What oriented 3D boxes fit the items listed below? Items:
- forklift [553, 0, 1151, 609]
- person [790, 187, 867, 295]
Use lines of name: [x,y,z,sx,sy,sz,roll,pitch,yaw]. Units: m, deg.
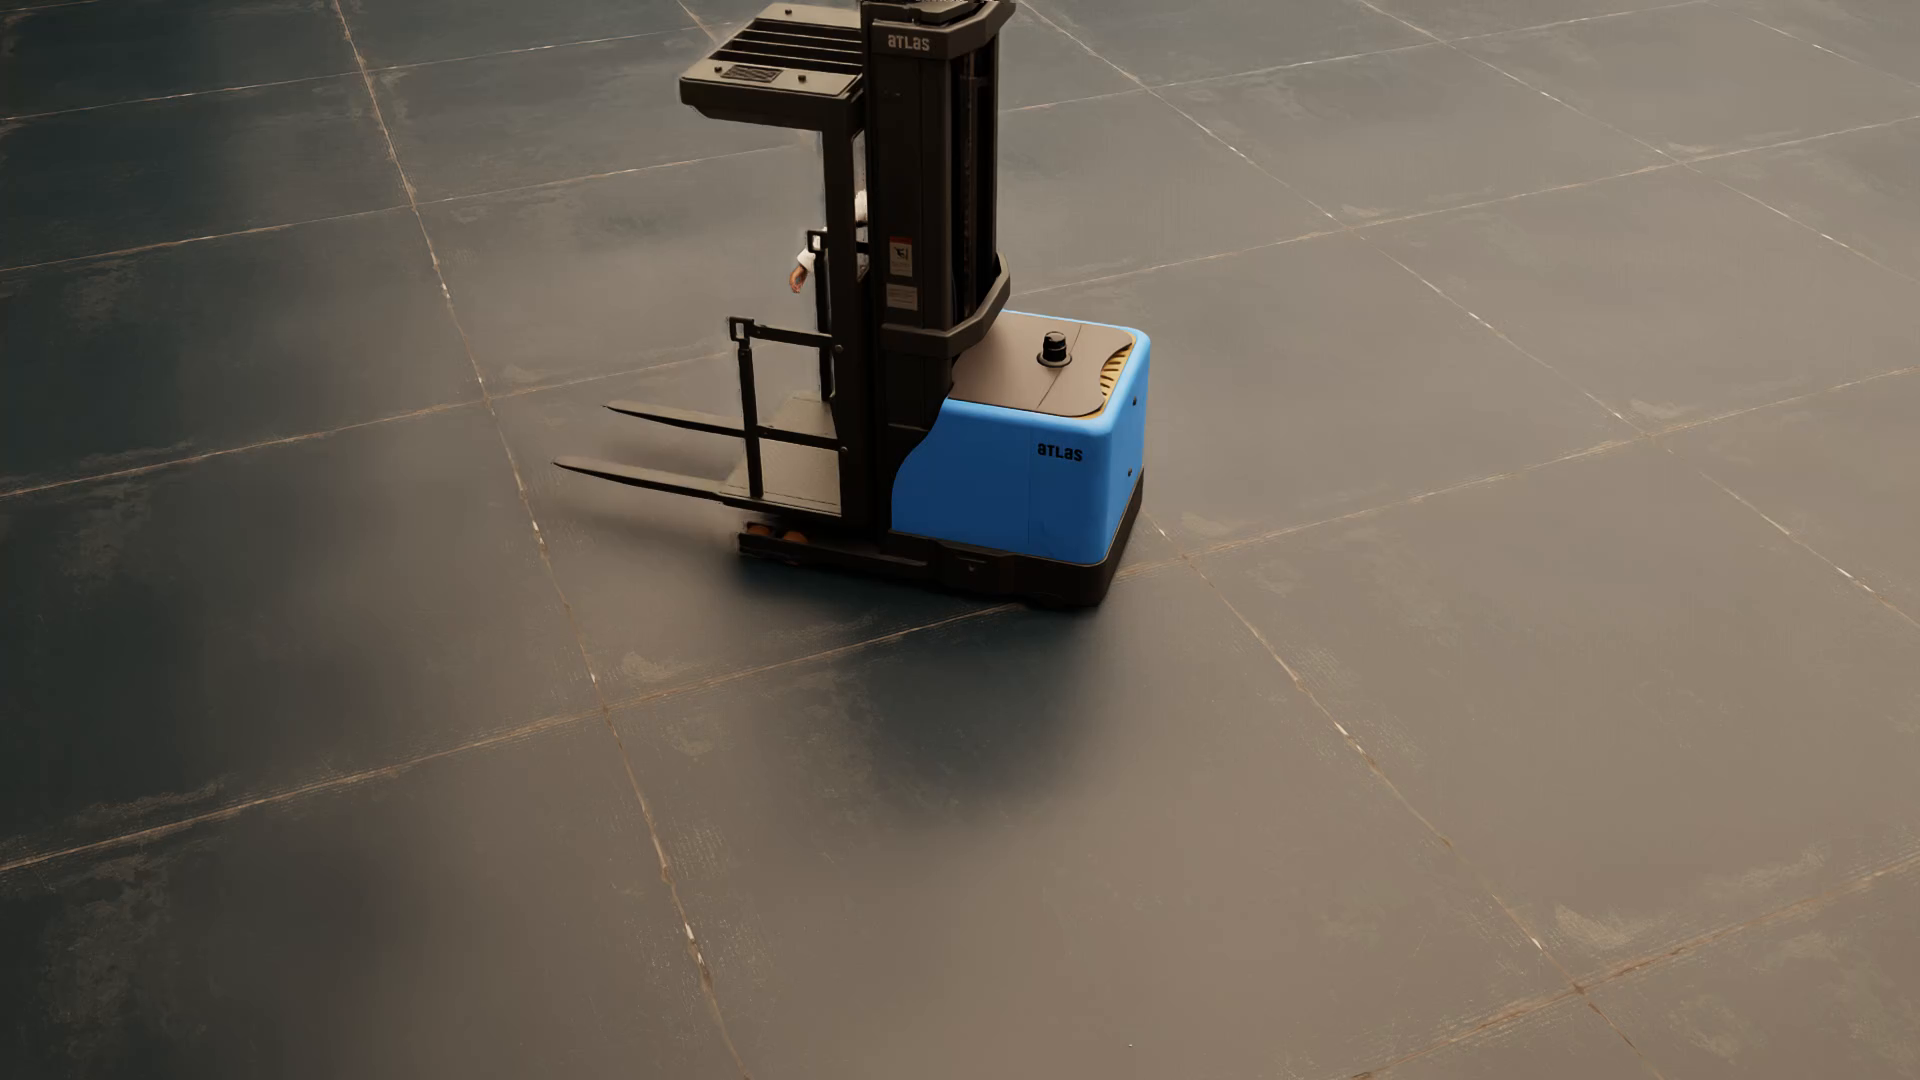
forklift: [-0.617,-1.350,7.997,3.031,2.935,1.130,10,37,14]
person: [-0.355,-1.347,9.140,1.195,1.688,0.589,-18,39,-23]
